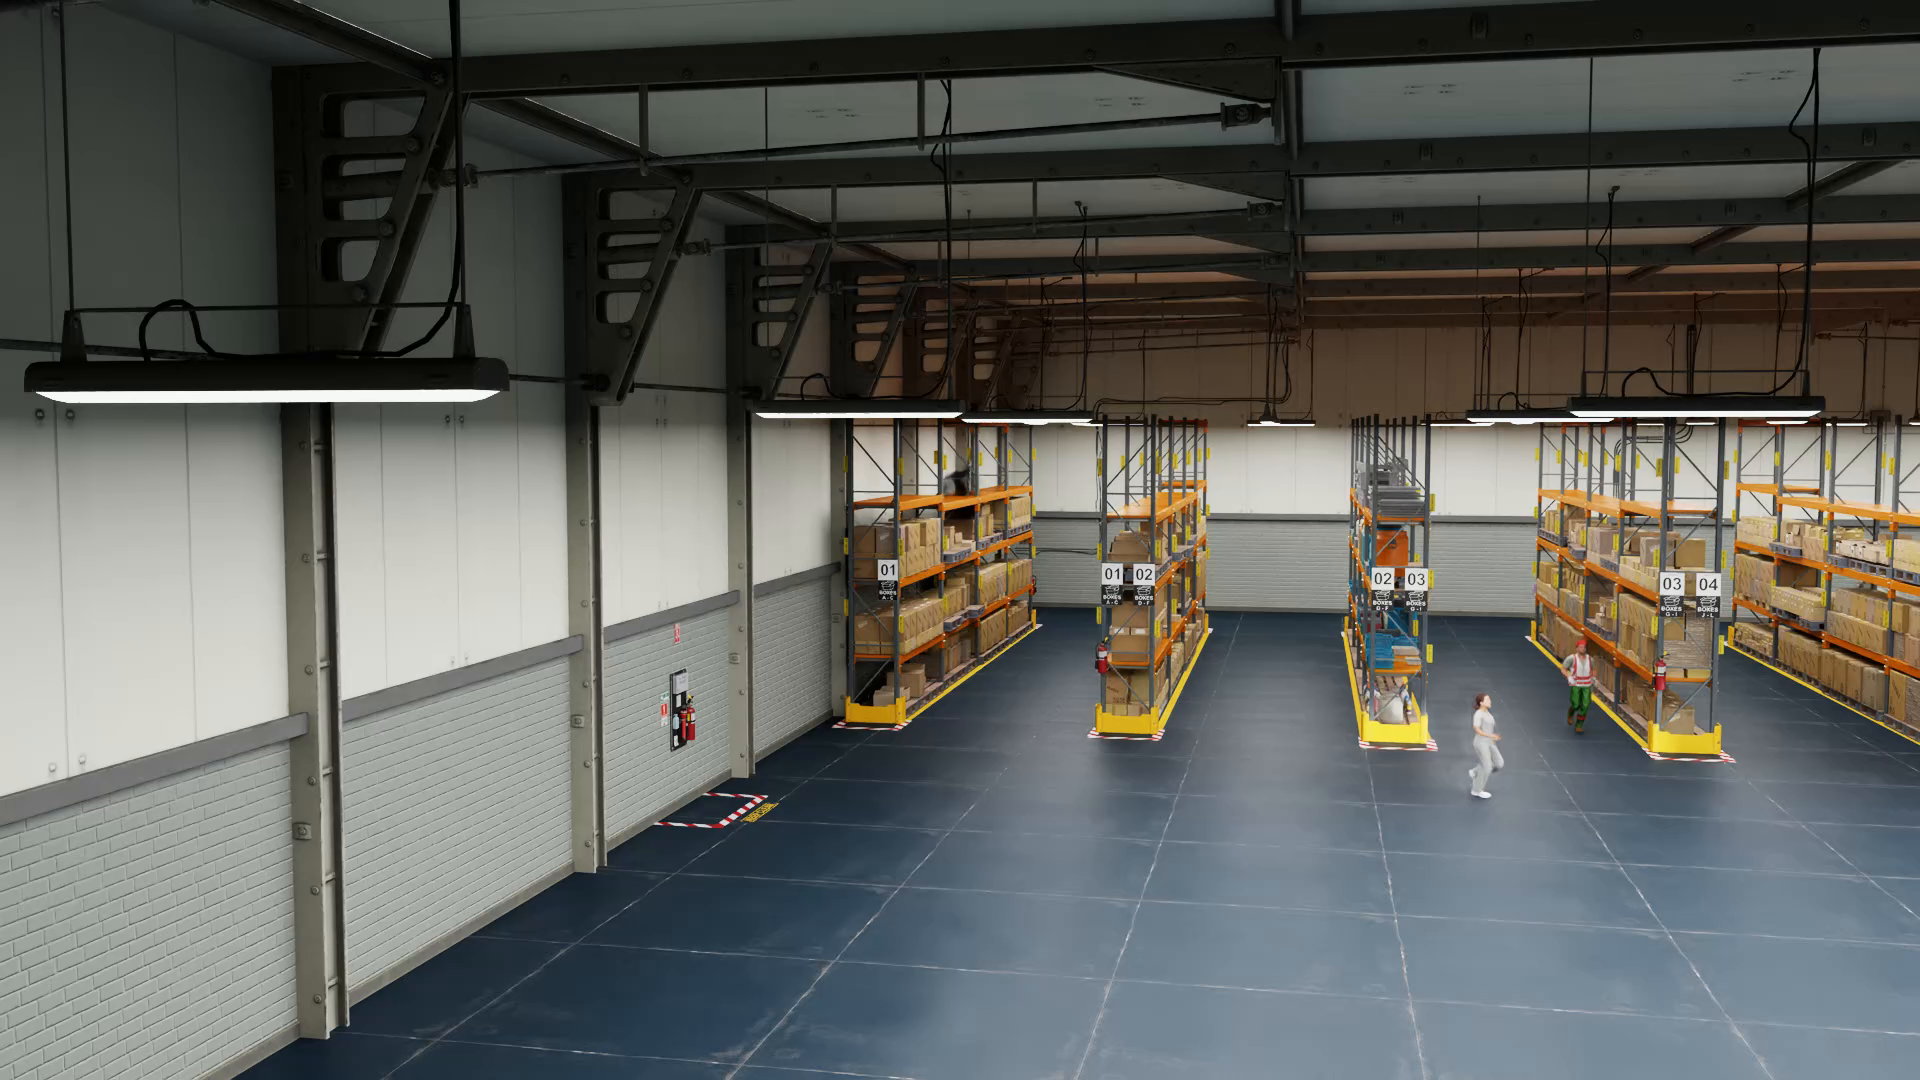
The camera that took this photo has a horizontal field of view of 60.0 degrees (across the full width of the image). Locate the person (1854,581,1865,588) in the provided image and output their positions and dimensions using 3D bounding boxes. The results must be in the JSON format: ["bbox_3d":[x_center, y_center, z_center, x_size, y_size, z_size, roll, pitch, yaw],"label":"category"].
[{"bbox_3d":[24.410,1.946,44.618,0.883,1.670,0.684,1,4,17],"label":"person"}]

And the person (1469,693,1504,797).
[{"bbox_3d":[8.180,3.187,25.872,0.559,1.631,0.560,3,5,39],"label":"person"}]

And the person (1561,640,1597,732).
[{"bbox_3d":[11.731,2.754,31.476,0.647,1.739,0.588,0,4,2],"label":"person"}]
